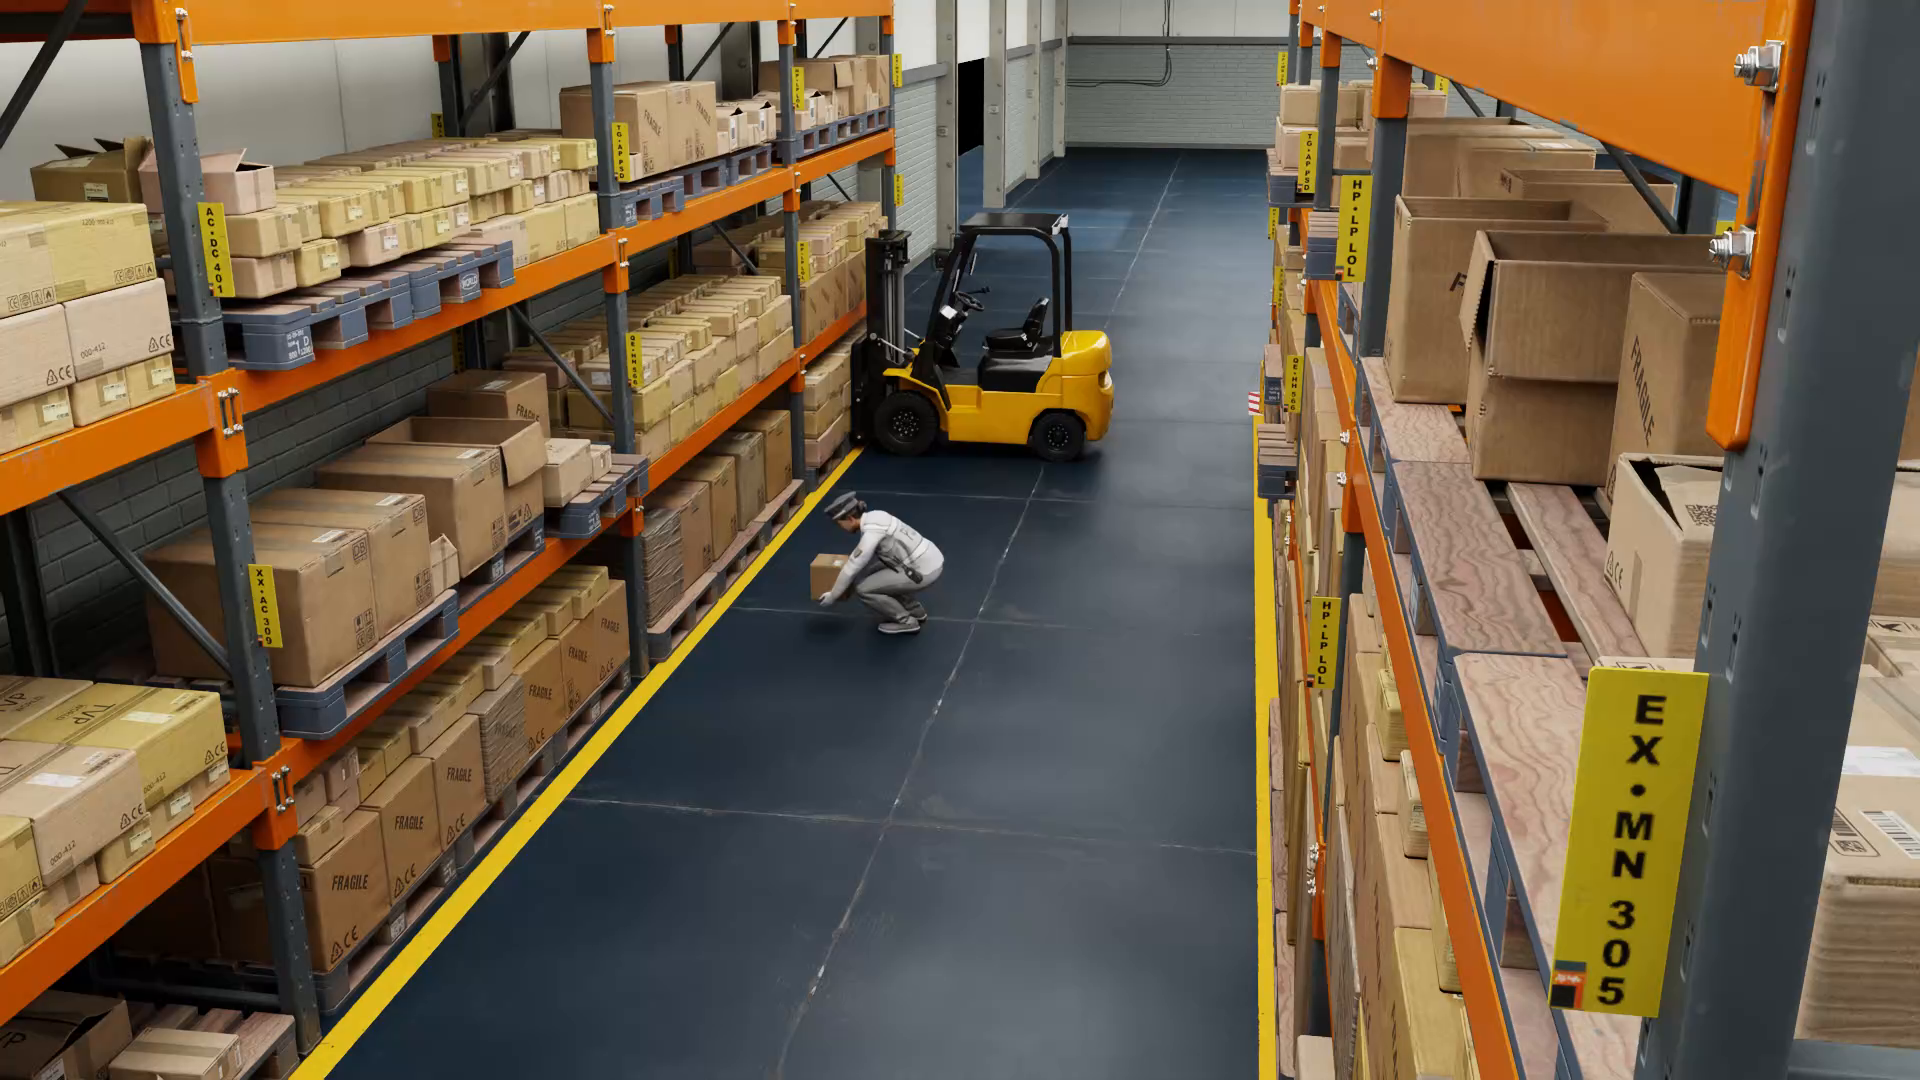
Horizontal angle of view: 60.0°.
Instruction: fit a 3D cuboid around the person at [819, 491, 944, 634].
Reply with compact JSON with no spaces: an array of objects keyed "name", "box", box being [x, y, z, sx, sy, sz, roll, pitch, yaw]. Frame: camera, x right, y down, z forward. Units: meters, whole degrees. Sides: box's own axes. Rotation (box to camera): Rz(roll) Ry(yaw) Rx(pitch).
[{"name":"person","box":[-0.532,0.136,11.291,0.829,0.961,0.495,3,18,9]}]
